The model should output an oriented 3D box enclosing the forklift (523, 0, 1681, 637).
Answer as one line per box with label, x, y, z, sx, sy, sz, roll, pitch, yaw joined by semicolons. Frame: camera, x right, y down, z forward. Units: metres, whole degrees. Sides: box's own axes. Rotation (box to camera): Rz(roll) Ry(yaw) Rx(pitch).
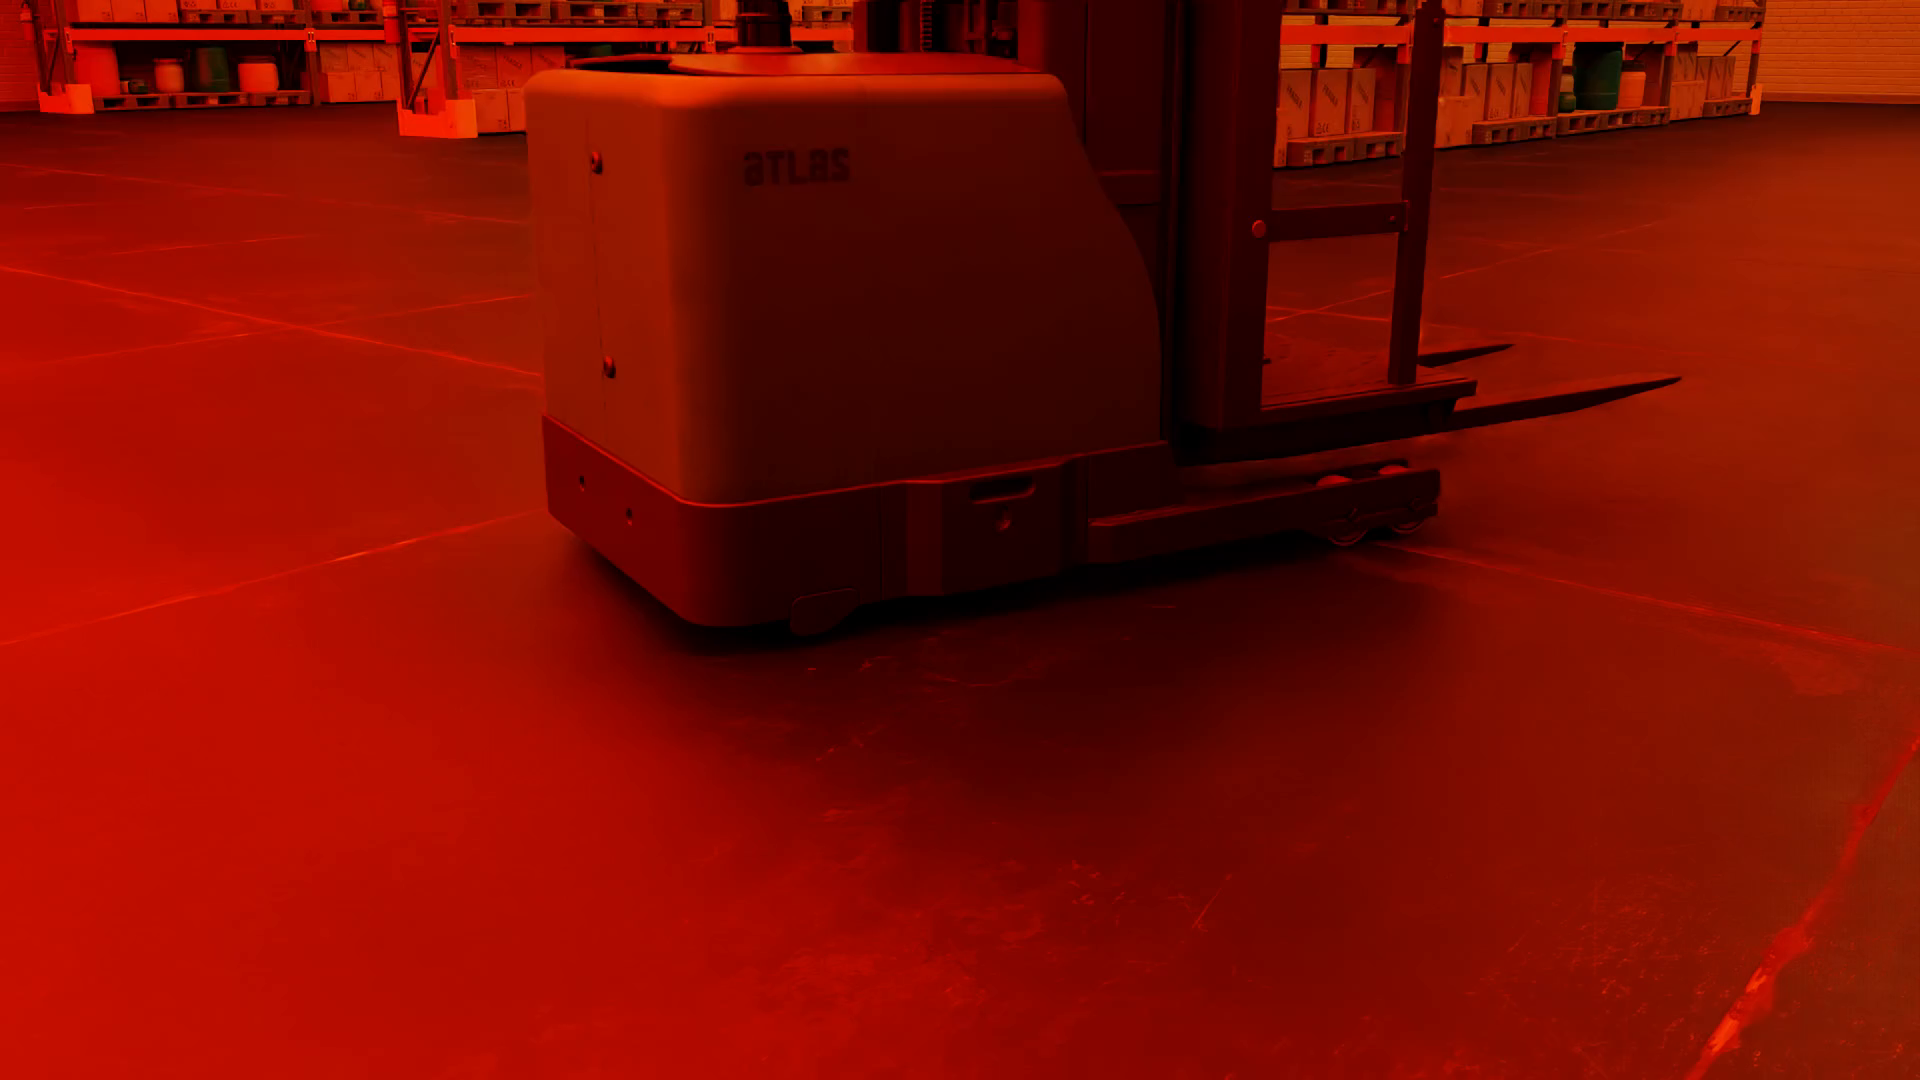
forklift;0.560;-1.510;3.869;3.031;2.935;1.130;-10;19;-29
